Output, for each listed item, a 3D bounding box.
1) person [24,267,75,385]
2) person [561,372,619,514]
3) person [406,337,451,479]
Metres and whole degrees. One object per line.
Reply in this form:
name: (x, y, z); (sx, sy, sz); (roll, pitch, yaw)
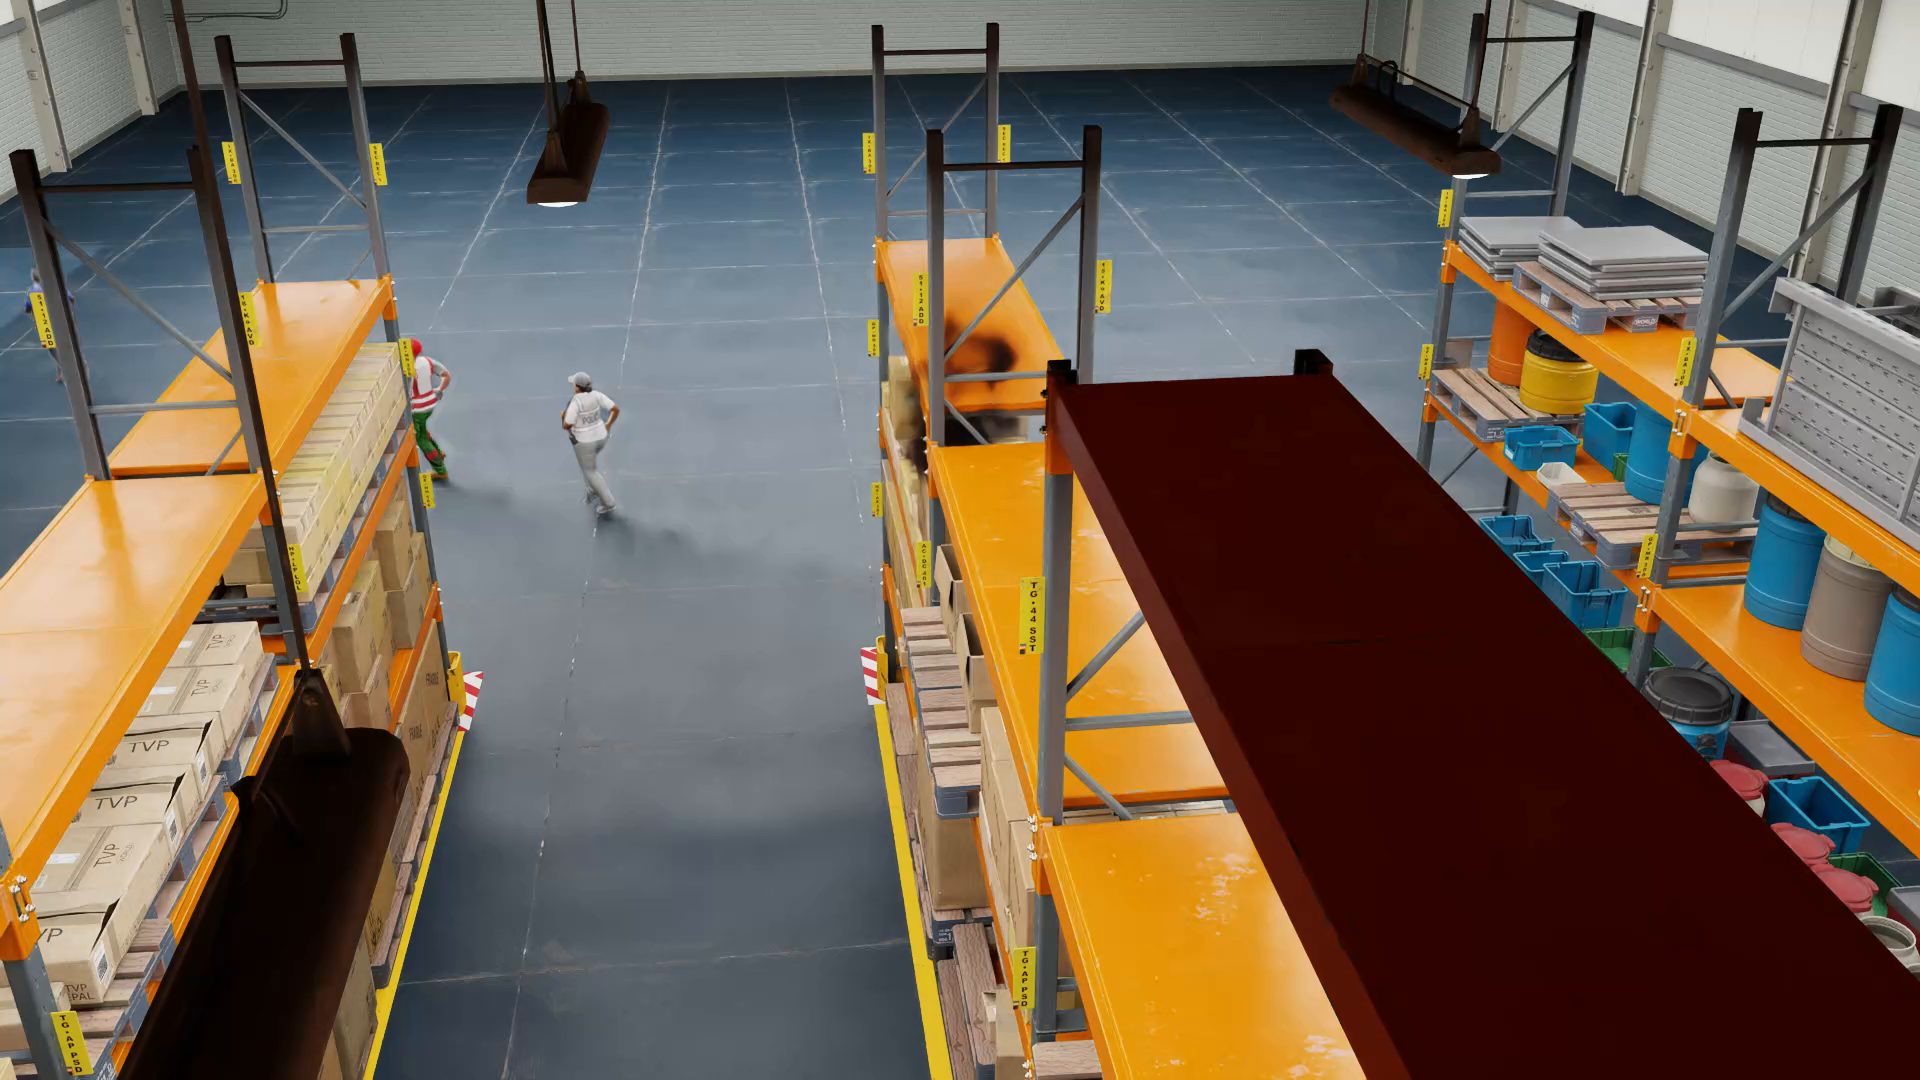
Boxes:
person: (-12.363, -2.891, 22.652); (0.762, 1.718, 0.549); (14, 29, 26)
person: (-4.201, -1.084, 18.867); (0.750, 1.729, 0.577); (13, 28, 26)
person: (-6.451, -1.593, 19.769); (0.650, 1.743, 0.646); (11, 27, 21)
